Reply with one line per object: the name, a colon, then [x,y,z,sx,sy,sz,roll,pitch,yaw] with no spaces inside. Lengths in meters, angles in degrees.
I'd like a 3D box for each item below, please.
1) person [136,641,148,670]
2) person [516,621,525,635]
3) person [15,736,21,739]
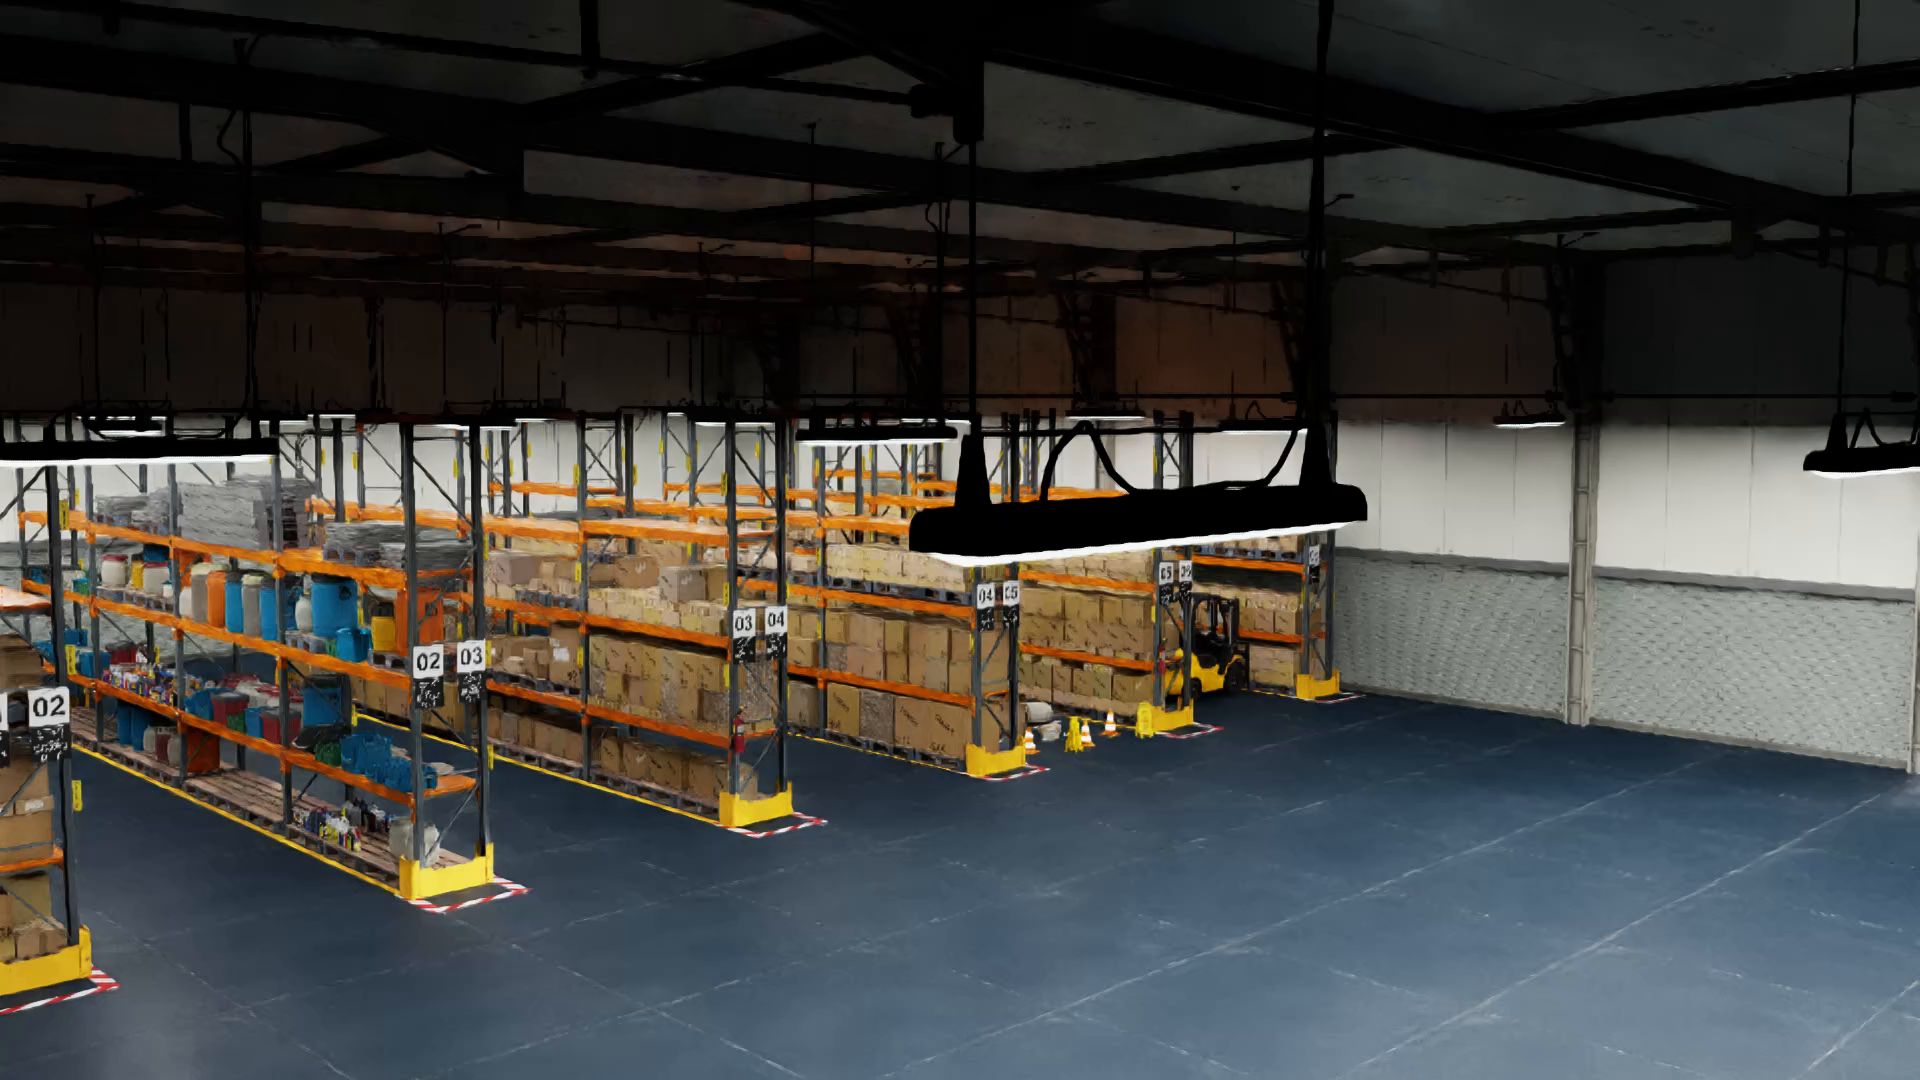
person: [-15.504,2.733,31.576,0.830,1.699,0.697,2,6,26]
person: [-11.172,1.822,41.969,0.599,1.752,0.573,-1,5,-8]
person: [-15.024,3.198,26.292,0.552,1.684,0.433,2,5,20]
